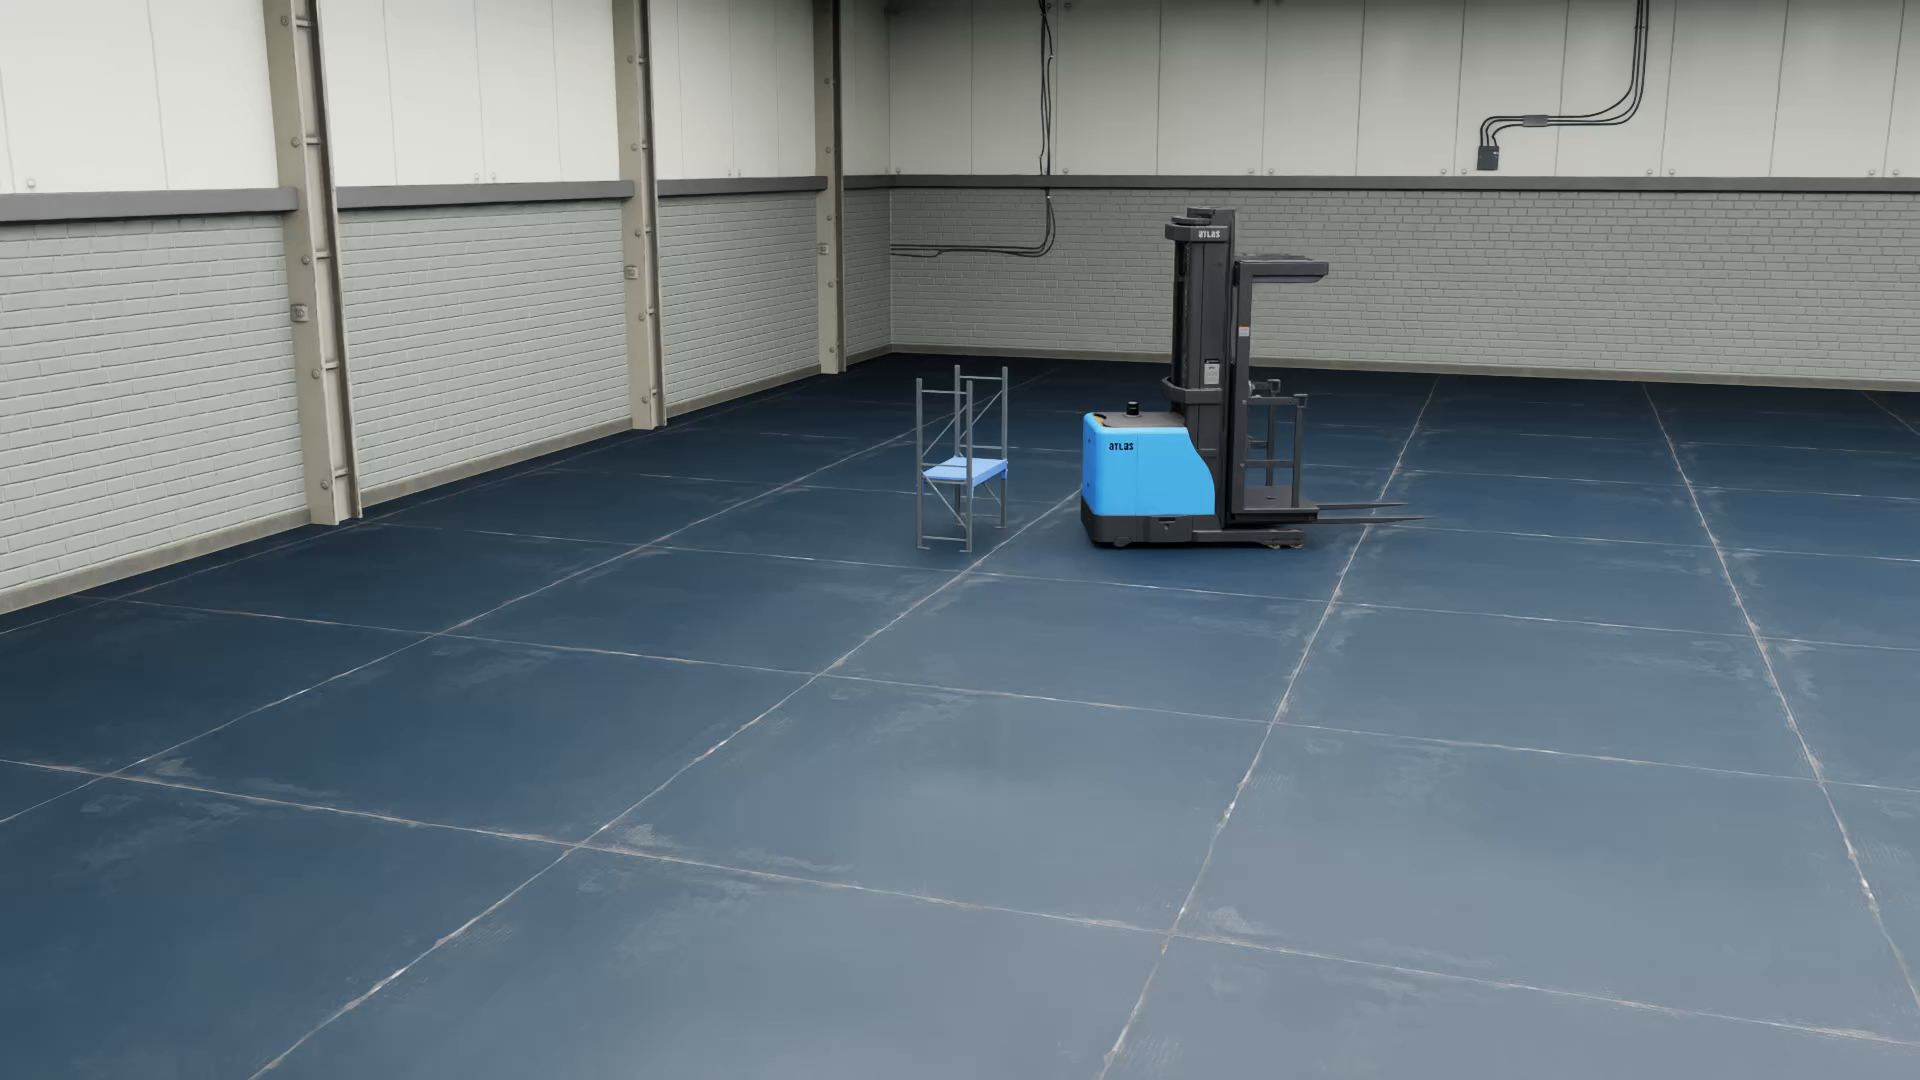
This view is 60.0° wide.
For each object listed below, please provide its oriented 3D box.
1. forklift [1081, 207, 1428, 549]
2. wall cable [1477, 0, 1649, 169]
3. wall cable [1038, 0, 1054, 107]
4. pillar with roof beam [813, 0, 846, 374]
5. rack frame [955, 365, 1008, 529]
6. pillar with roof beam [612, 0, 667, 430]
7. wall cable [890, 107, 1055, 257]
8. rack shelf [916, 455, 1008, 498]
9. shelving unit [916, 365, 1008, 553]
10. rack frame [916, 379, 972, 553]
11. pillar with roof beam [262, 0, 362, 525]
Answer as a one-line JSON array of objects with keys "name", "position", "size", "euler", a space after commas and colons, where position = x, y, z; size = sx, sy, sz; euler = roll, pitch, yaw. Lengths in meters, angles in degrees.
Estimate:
[{"name": "forklift", "position": [2.657, -1.470, 14.843], "size": [3.031, 2.935, 1.130], "euler": [-1, 13, -3]}, {"name": "wall cable", "position": [9.125, -8.601, 24.805], "size": [2.305, 6.003, 0.169], "euler": [4, 14, 18]}, {"name": "wall cable", "position": [2.707, -8.383, 27.123], "size": [3.097, 2.526, 0.112], "euler": [4, 14, 18]}, {"name": "pillar with roof beam", "position": [2.016, -6.795, 24.534], "size": [9.100, 9.000, 0.400], "euler": [4, 14, 18]}, {"name": "rack frame", "position": [0.192, -0.856, 15.369], "size": [0.500, 1.500, 0.032], "euler": [4, 14, 18]}, {"name": "pillar with roof beam", "position": [0.075, -5.531, 18.999], "size": [9.100, 9.000, 0.400], "euler": [4, 14, 18]}, {"name": "wall cable", "position": [0.147, -6.116, 28.538], "size": [3.097, 2.526, 0.112], "euler": [4, 14, 18]}, {"name": "rack shelf", "position": [0.028, -0.574, 14.940], "size": [0.538, 0.185, 1.000], "euler": [4, 14, 18]}, {"name": "shelving unit", "position": [0.028, -0.749, 14.900], "size": [0.538, 1.500, 1.048], "euler": [4, 14, 18]}, {"name": "rack frame", "position": [-0.137, -0.642, 14.431], "size": [0.500, 1.500, 0.032], "euler": [4, 14, 18]}, {"name": "pillar with roof beam", "position": [-1.866, -4.268, 13.464], "size": [9.100, 9.000, 0.400], "euler": [4, 14, 18]}]
